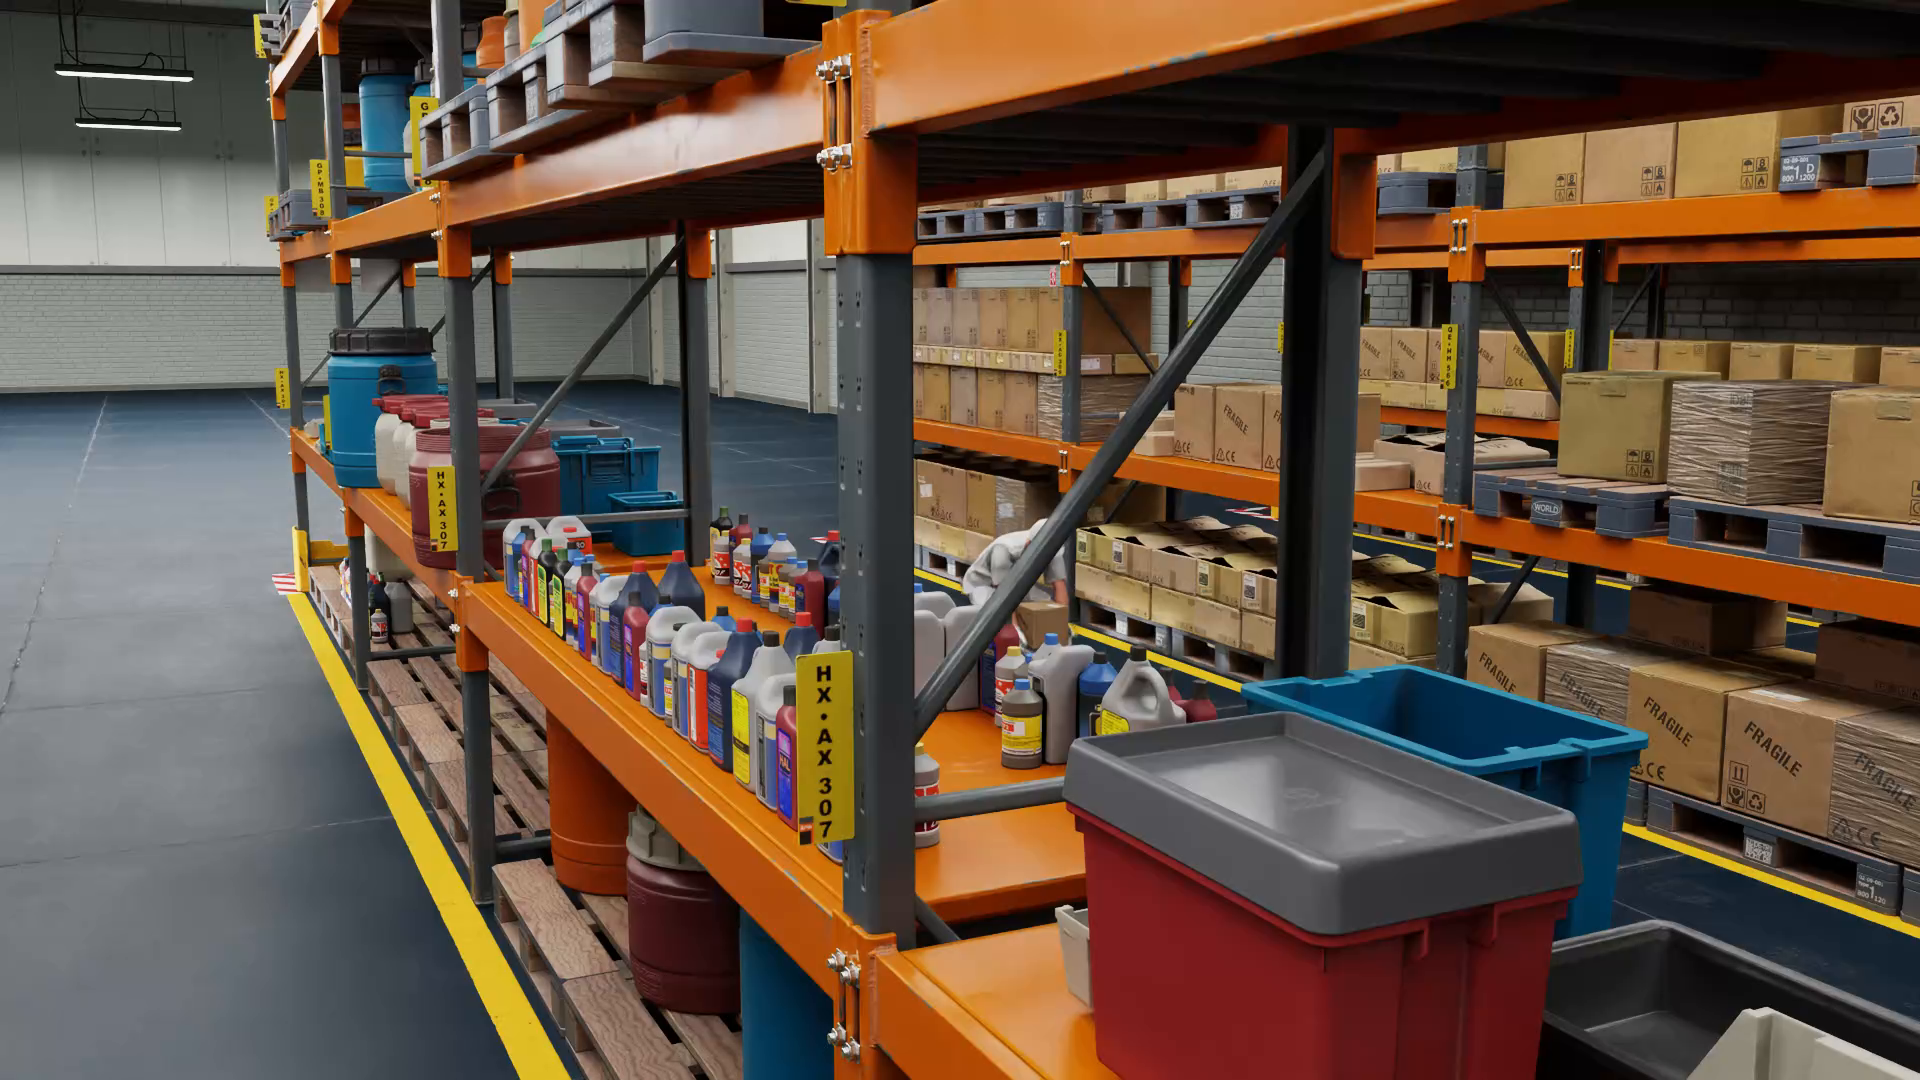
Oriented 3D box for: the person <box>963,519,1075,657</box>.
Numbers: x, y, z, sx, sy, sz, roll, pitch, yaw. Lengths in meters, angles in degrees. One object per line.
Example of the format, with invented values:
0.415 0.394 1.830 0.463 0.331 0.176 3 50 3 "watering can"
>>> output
0.380 0.326 10.813 0.571 0.989 0.885 -4 9 -26 "person"
